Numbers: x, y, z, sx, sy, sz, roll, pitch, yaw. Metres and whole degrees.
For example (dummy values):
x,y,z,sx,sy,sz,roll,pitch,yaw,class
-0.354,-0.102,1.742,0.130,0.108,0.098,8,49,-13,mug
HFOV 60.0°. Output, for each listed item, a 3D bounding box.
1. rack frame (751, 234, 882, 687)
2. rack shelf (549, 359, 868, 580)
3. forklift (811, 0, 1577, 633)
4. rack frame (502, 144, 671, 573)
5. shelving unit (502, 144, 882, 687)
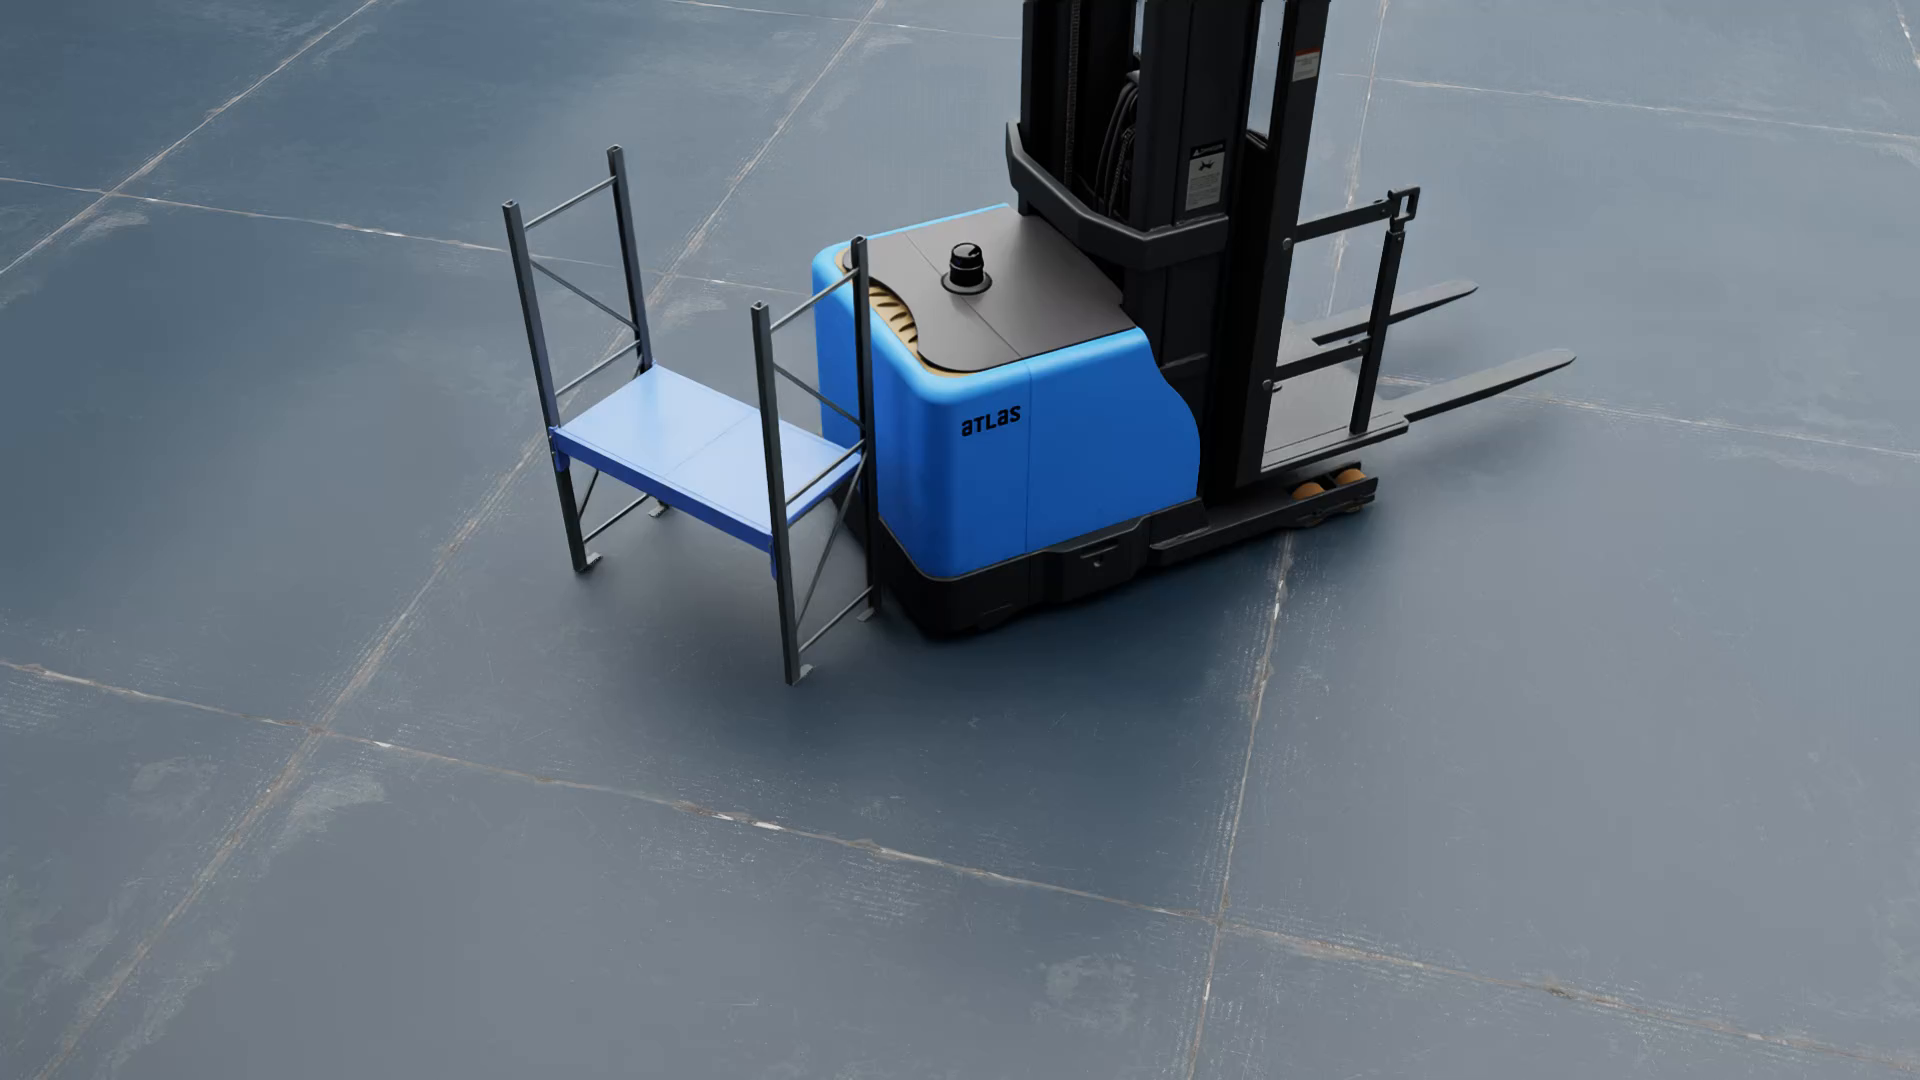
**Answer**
x,y,z,sx,sy,sz,roll,pitch,yaw,class
-0.436,-0.211,5.335,0.032,1.500,0.500,25,46,26,rack frame
-0.850,-0.263,5.677,1.000,0.185,0.538,25,46,26,rack shelf
1.021,-1.459,5.709,3.031,2.935,1.130,-18,43,-20,forklift
-1.264,-0.590,5.787,0.032,1.500,0.500,25,46,26,rack frame
-0.850,-0.401,5.561,1.048,1.500,0.538,25,46,26,shelving unit
